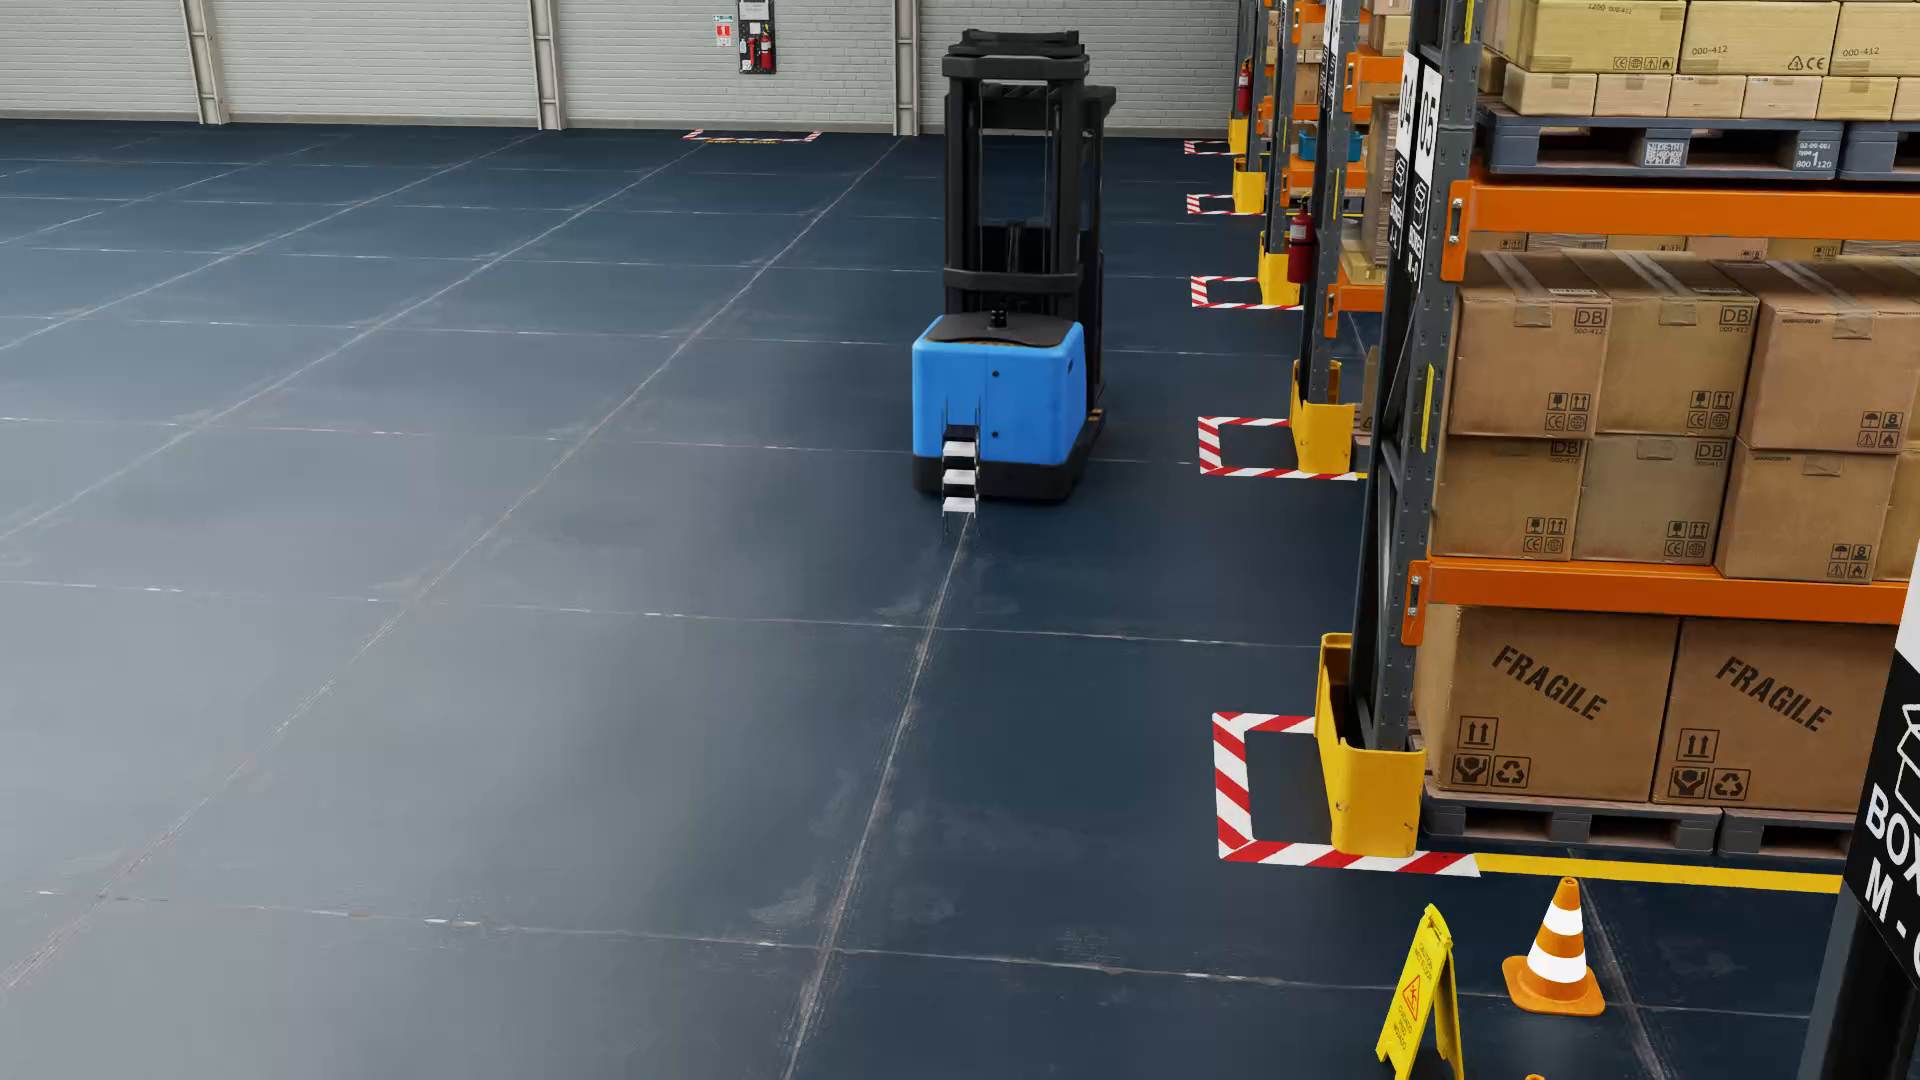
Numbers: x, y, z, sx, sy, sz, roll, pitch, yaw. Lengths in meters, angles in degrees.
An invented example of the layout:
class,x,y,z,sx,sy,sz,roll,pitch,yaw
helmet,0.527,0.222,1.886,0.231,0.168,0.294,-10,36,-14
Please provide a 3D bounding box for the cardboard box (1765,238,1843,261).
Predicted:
class,x,y,z,sx,sy,sz,roll,pitch,yaw
cardboard box,5.578,-2.161,11.284,0.500,0.500,0.875,2,22,6

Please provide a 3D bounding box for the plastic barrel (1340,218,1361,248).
class,x,y,z,sx,sy,sz,roll,pitch,yaw
plastic barrel,3.783,-2.918,16.554,0.421,0.512,0.421,0,22,0

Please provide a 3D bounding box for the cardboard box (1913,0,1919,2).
class,x,y,z,sx,sy,sz,roll,pitch,yaw
cardboard box,3.410,-1.970,5.814,0.250,0.149,0.380,2,22,6

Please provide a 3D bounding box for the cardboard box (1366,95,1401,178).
class,x,y,z,sx,sy,sz,roll,pitch,yaw
cardboard box,3.113,-2.789,11.513,0.500,0.500,0.500,2,22,6

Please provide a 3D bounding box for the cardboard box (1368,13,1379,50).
class,x,y,z,sx,sy,sz,roll,pitch,yaw
cardboard box,3.047,-3.469,11.260,0.500,0.250,0.500,3,22,8

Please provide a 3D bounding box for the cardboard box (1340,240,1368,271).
class,x,y,z,sx,sy,sz,roll,pitch,yaw
cardboard box,2.845,-2.018,11.807,0.250,0.149,0.380,2,22,6

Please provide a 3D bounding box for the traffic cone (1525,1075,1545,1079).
class,x,y,z,sx,sy,sz,roll,pitch,yaw
traffic cone,1.743,1.853,5.123,0.334,0.463,0.336,2,22,6

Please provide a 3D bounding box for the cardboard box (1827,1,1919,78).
class,x,y,z,sx,sy,sz,roll,pitch,yaw
cardboard box,3.308,-1.813,5.959,0.500,0.250,0.500,2,22,6

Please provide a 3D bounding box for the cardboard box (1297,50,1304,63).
class,x,y,z,sx,sy,sz,roll,pitch,yaw
cardboard box,4.072,-5.941,20.370,0.250,0.149,0.380,2,22,6

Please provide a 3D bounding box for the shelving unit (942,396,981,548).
class,x,y,z,sx,sy,sz,roll,pitch,yaw
shelving unit,0.008,-0.418,10.273,0.210,0.900,0.258,2,22,6

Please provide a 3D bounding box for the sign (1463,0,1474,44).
class,x,y,z,sx,sy,sz,roll,pitch,yaw
sign,1.783,-1.902,5.794,0.005,0.325,0.100,2,22,6

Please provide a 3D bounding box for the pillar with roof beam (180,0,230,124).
class,x,y,z,sx,sy,sz,roll,pitch,yaw
pillar with roof beam,-13.298,-9.780,22.938,0.400,9.000,9.100,2,22,6

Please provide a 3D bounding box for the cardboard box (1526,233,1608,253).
class,x,y,z,sx,sy,sz,roll,pitch,yaw
cardboard box,4.083,-2.208,11.404,0.500,0.500,0.875,2,22,6

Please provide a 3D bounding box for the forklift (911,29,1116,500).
class,x,y,z,sx,sy,sz,roll,pitch,yaw
forklift,0.485,-2.135,11.854,1.130,2.935,3.031,5,22,11

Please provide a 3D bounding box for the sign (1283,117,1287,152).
class,x,y,z,sx,sy,sz,roll,pitch,yaw
sign,3.052,-3.809,15.617,0.005,0.325,0.100,2,22,6

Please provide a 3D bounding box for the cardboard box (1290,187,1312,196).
class,x,y,z,sx,sy,sz,roll,pitch,yaw
cardboard box,4.214,-4.501,20.914,0.500,0.250,0.500,2,22,6

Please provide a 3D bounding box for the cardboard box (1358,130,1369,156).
class,x,y,z,sx,sy,sz,roll,pitch,yaw
cardboard box,5.209,-4.812,20.680,0.500,0.500,0.500,2,22,6

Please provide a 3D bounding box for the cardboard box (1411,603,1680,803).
class,x,y,z,sx,sy,sz,roll,pitch,yaw
cardboard box,2.535,0.532,7.332,0.875,0.875,0.875,3,22,7

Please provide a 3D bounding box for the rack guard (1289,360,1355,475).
class,x,y,z,sx,sy,sz,roll,pitch,yaw
rack guard,2.613,-0.907,12.053,0.348,0.500,1.175,2,22,6

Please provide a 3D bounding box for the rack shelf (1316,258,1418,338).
class,x,y,z,sx,sy,sz,roll,pitch,yaw
rack shelf,4.524,-1.651,11.515,4.000,0.370,1.077,2,22,6

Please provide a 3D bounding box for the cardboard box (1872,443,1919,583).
class,x,y,z,sx,sy,sz,roll,pitch,yaw
cardboard box,3.849,-0.242,6.769,0.500,0.550,0.875,2,22,6

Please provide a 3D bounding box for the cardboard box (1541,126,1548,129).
class,x,y,z,sx,sy,sz,roll,pitch,yaw
cardboard box,3.548,-2.575,10.972,0.500,0.500,0.500,2,22,6

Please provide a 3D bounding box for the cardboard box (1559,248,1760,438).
class,x,y,z,sx,sy,sz,roll,pitch,yaw
cardboard box,2.775,-0.817,6.755,0.550,0.550,0.875,2,22,6

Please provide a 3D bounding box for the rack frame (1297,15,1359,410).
class,x,y,z,sx,sy,sz,roll,pitch,yaw
rack frame,2.538,-2.072,11.602,0.127,3.000,1.000,2,22,6

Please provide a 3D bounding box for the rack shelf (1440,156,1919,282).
class,x,y,z,sx,sy,sz,roll,pitch,yaw
rack shelf,3.840,-1.240,6.394,4.000,0.370,1.077,2,22,6

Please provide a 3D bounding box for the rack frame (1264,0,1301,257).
class,x,y,z,sx,sy,sz,roll,pitch,yaw
rack frame,3.121,-3.881,16.176,0.127,3.000,1.000,2,22,6

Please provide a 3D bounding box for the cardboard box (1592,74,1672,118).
class,x,y,z,sx,sy,sz,roll,pitch,yaw
cardboard box,2.410,-1.643,6.070,0.250,0.149,0.380,3,22,7

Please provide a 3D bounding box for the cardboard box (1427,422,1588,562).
class,x,y,z,sx,sy,sz,roll,pitch,yaw
cardboard box,2.228,-0.336,7.006,0.550,0.550,0.875,2,22,6

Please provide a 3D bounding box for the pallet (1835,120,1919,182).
class,x,y,z,sx,sy,sz,roll,pitch,yaw
pallet,3.807,-1.539,6.294,1.213,0.211,1.003,2,22,6

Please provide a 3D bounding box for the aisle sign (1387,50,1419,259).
class,x,y,z,sx,sy,sz,roll,pitch,yaw
aisle sign,1.819,-1.587,6.839,0.004,0.787,0.394,2,22,6

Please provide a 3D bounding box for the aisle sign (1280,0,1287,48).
class,x,y,z,sx,sy,sz,roll,pitch,yaw
aisle sign,3.015,-4.986,15.435,0.004,0.787,0.394,2,22,6

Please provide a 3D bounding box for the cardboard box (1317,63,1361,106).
class,x,y,z,sx,sy,sz,roll,pitch,yaw
cardboard box,4.692,-5.690,20.615,0.500,0.500,0.700,3,22,8

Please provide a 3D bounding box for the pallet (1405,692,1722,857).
class,x,y,z,sx,sy,sz,roll,pitch,yaw
pallet,2.657,1.037,7.530,1.213,0.211,1.003,2,22,6

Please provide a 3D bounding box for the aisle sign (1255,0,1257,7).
class,x,y,z,sx,sy,sz,roll,pitch,yaw
aisle sign,3.677,-7.008,20.550,0.004,0.787,0.394,2,22,6

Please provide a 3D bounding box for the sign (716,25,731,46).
class,x,y,z,sx,sy,sz,roll,pitch,yaw
sign,-3.861,-8.242,27.159,0.234,0.329,0.001,2,22,6

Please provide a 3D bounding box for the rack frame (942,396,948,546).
class,x,y,z,sx,sy,sz,roll,pitch,yaw
rack frame,-0.093,-0.423,10.285,0.006,0.900,0.240,2,22,6

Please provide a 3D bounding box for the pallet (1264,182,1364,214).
class,x,y,z,sx,sy,sz,roll,pitch,yaw
pallet,4.472,-4.374,21.217,1.213,0.211,1.003,2,22,6

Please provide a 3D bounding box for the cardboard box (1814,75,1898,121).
class,x,y,z,sx,sy,sz,roll,pitch,yaw
cardboard box,3.159,-1.610,5.987,0.250,0.149,0.380,3,22,6

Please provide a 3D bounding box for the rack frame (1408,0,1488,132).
class,x,y,z,sx,sy,sz,roll,pitch,yaw
rack frame,1.854,-3.056,5.929,0.127,3.000,1.000,2,22,6

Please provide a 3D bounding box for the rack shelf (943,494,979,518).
class,x,y,z,sx,sy,sz,roll,pitch,yaw
rack shelf,0.008,-0.220,10.352,0.200,0.077,0.258,2,22,6

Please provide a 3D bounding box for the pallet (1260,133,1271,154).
class,x,y,z,sx,sy,sz,roll,pitch,yaw
pallet,5.165,-6.150,25.708,1.213,0.211,1.003,2,22,6

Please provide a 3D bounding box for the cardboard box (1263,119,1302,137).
class,x,y,z,sx,sy,sz,roll,pitch,yaw
cardboard box,4.963,-6.389,25.579,0.500,0.311,0.500,0,22,0

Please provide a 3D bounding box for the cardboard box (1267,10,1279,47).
class,x,y,z,sx,sy,sz,roll,pitch,yaw
cardboard box,4.725,-7.656,24.881,0.500,0.500,0.500,3,22,6

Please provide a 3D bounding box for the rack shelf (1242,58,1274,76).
class,x,y,z,sx,sy,sz,roll,pitch,yaw
rack shelf,6.273,-7.077,25.238,4.000,0.370,1.077,2,22,6

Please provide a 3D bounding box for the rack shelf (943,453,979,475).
class,x,y,z,sx,sy,sz,roll,pitch,yaw
rack shelf,0.008,-0.471,10.253,0.200,0.077,0.258,2,22,6

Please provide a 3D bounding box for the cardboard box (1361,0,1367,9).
class,x,y,z,sx,sy,sz,roll,pitch,yaw
cardboard box,2.850,-3.685,11.262,0.250,0.149,0.380,2,22,6

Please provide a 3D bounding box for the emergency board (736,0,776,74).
class,x,y,z,sx,sy,sz,roll,pitch,yaw
emergency board,-3.324,-8.164,27.009,0.643,1.169,0.194,2,22,6
